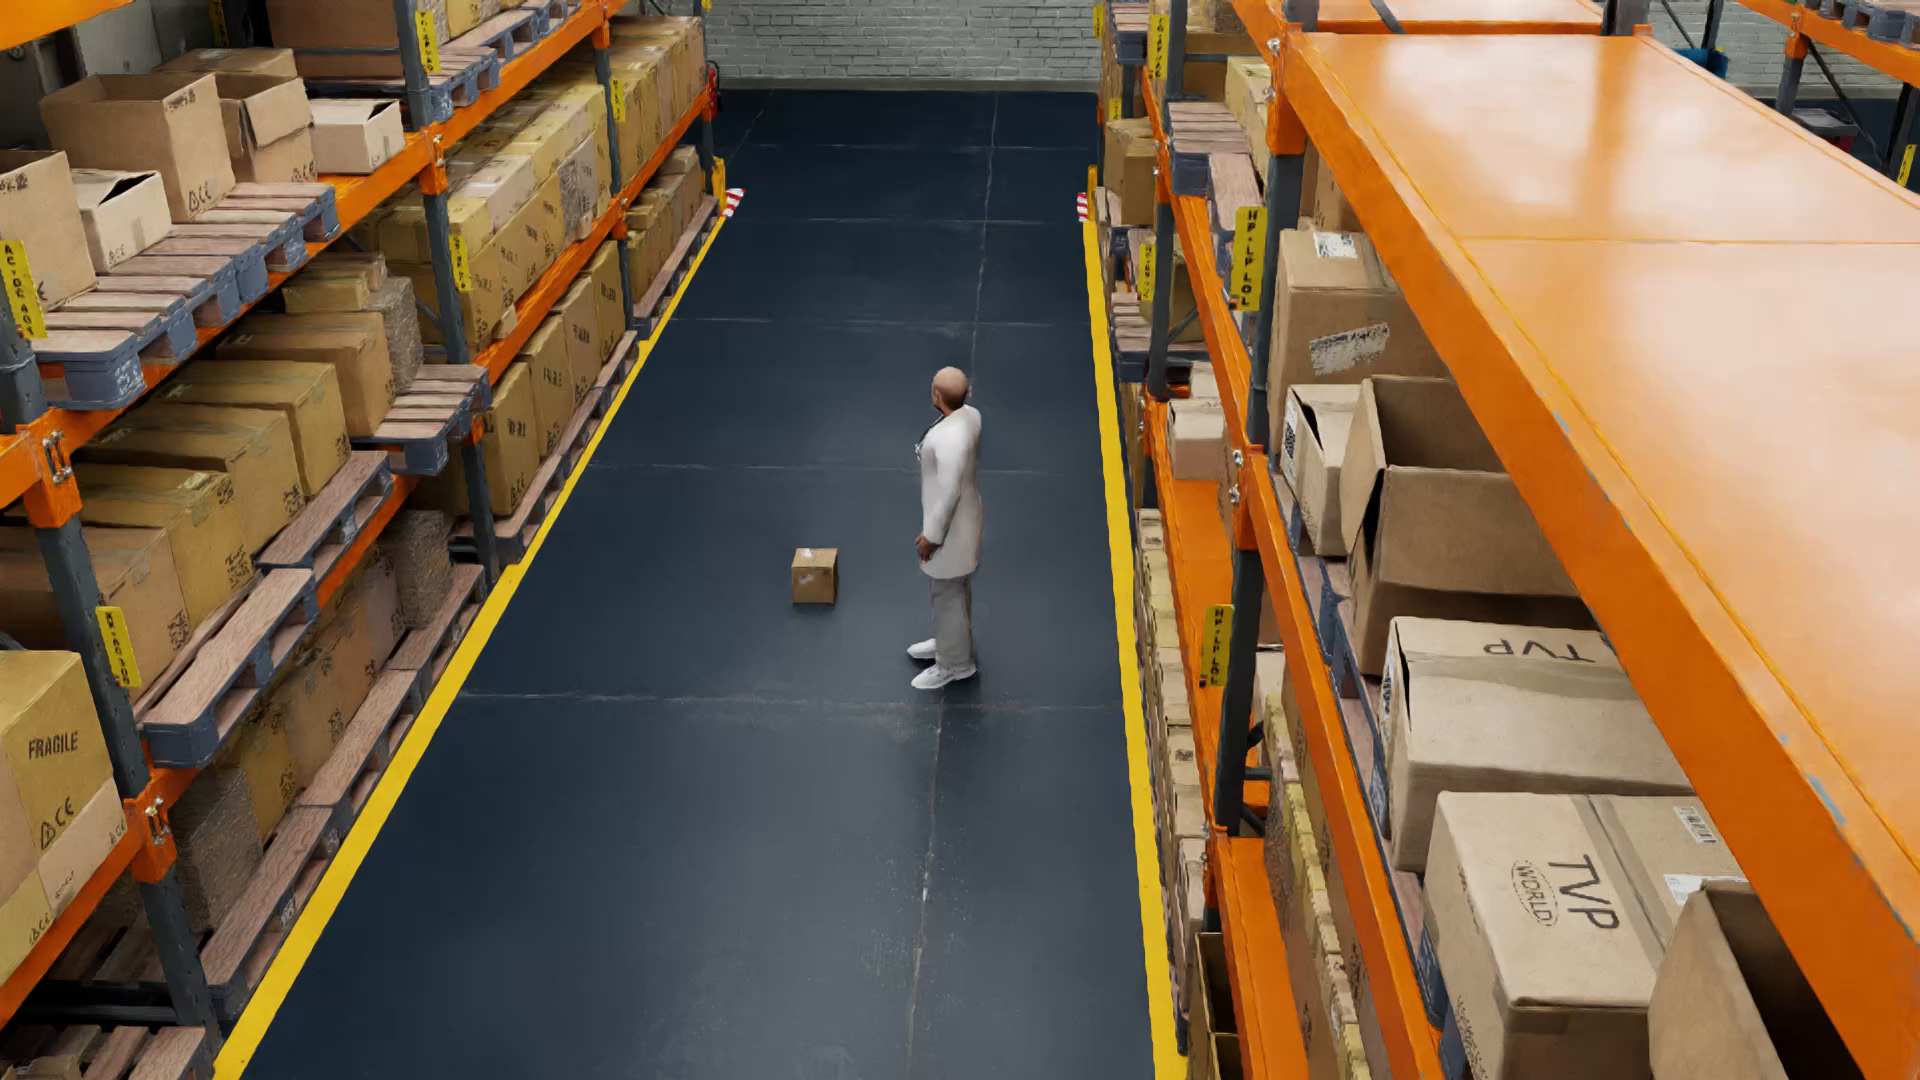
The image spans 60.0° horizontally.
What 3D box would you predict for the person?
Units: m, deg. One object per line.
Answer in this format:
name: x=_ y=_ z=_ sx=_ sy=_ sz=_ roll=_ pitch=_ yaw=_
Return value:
person: x=-0.095 y=-0.080 z=9.020 sx=0.435 sy=1.830 sz=0.634 roll=6 pitch=28 yaw=12
